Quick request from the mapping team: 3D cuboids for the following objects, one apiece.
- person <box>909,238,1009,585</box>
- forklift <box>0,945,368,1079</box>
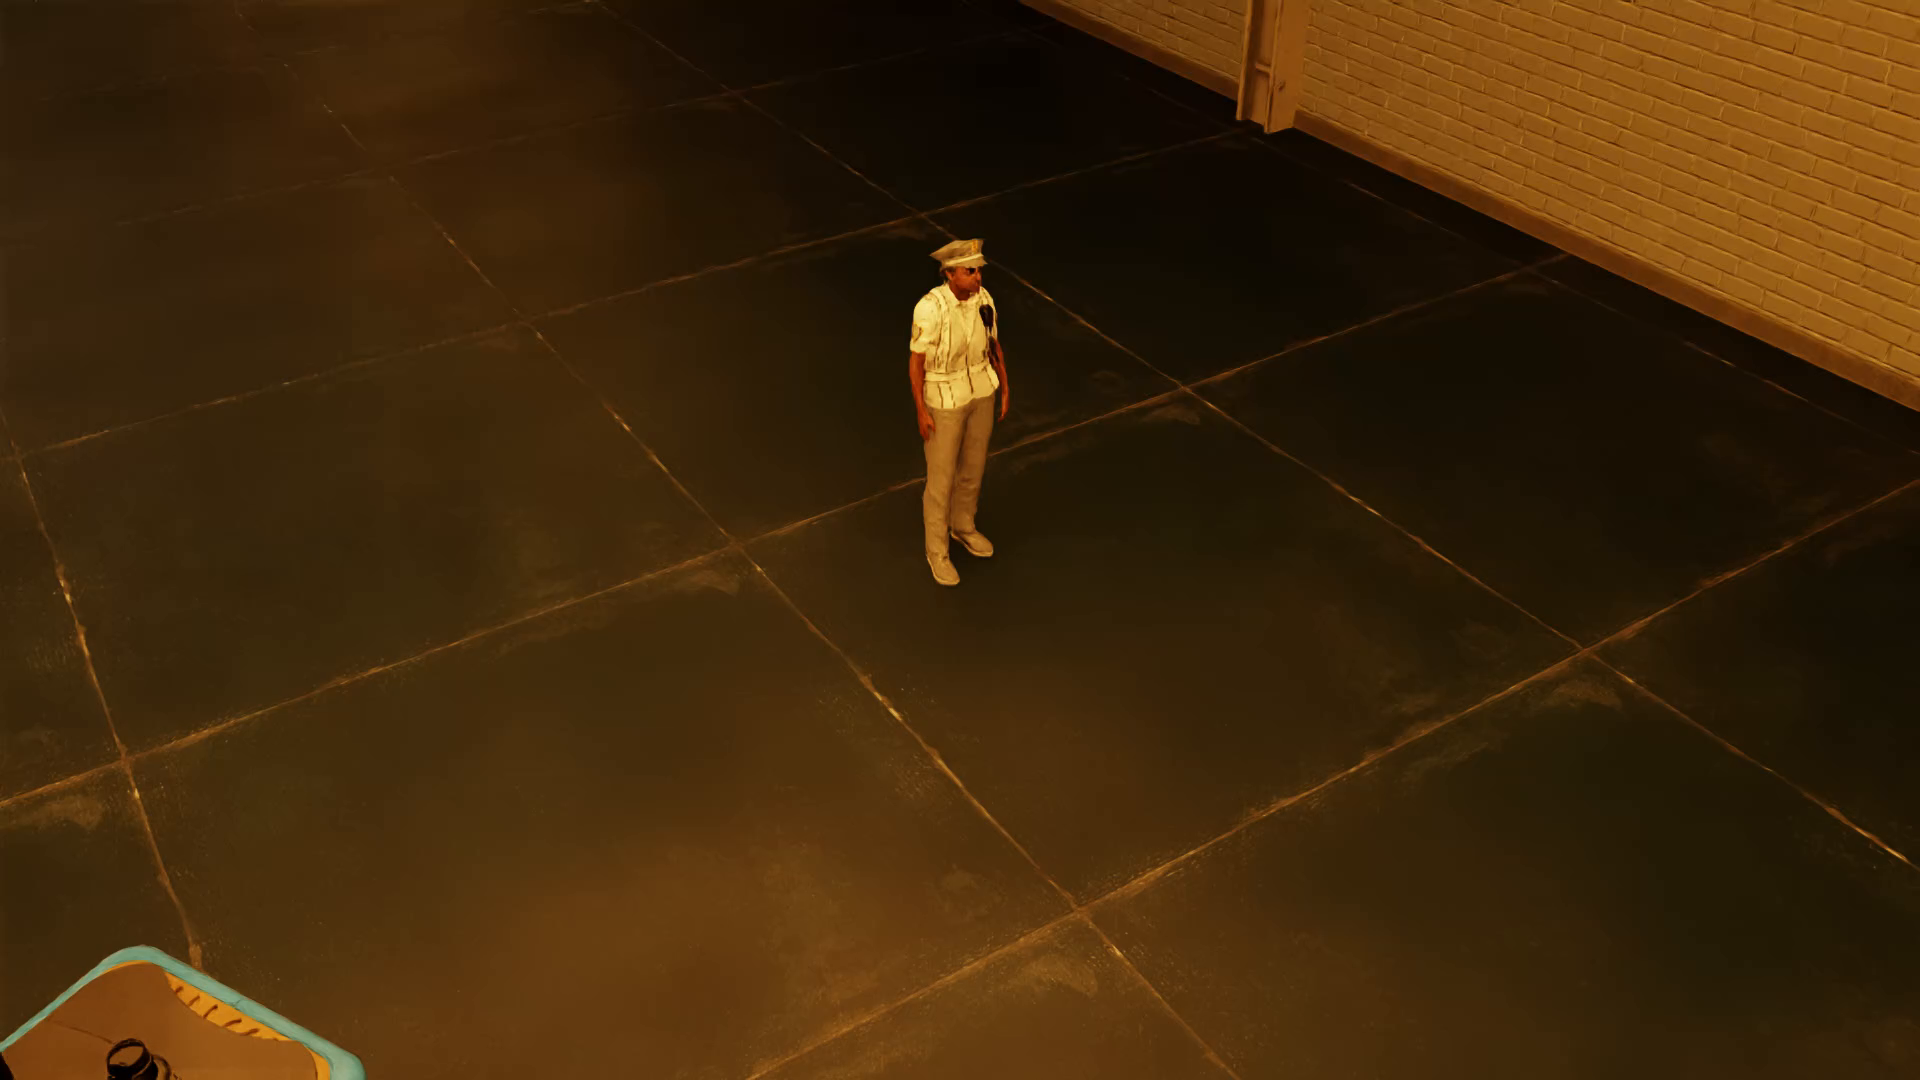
[{"bbox_3d":[0.024,-0.657,8.145,0.570,1.695,0.529,-21,40,-27],"label":"person"},{"bbox_3d":[-2.825,1.774,3.622,1.130,2.935,3.031,17,39,23],"label":"forklift"}]
